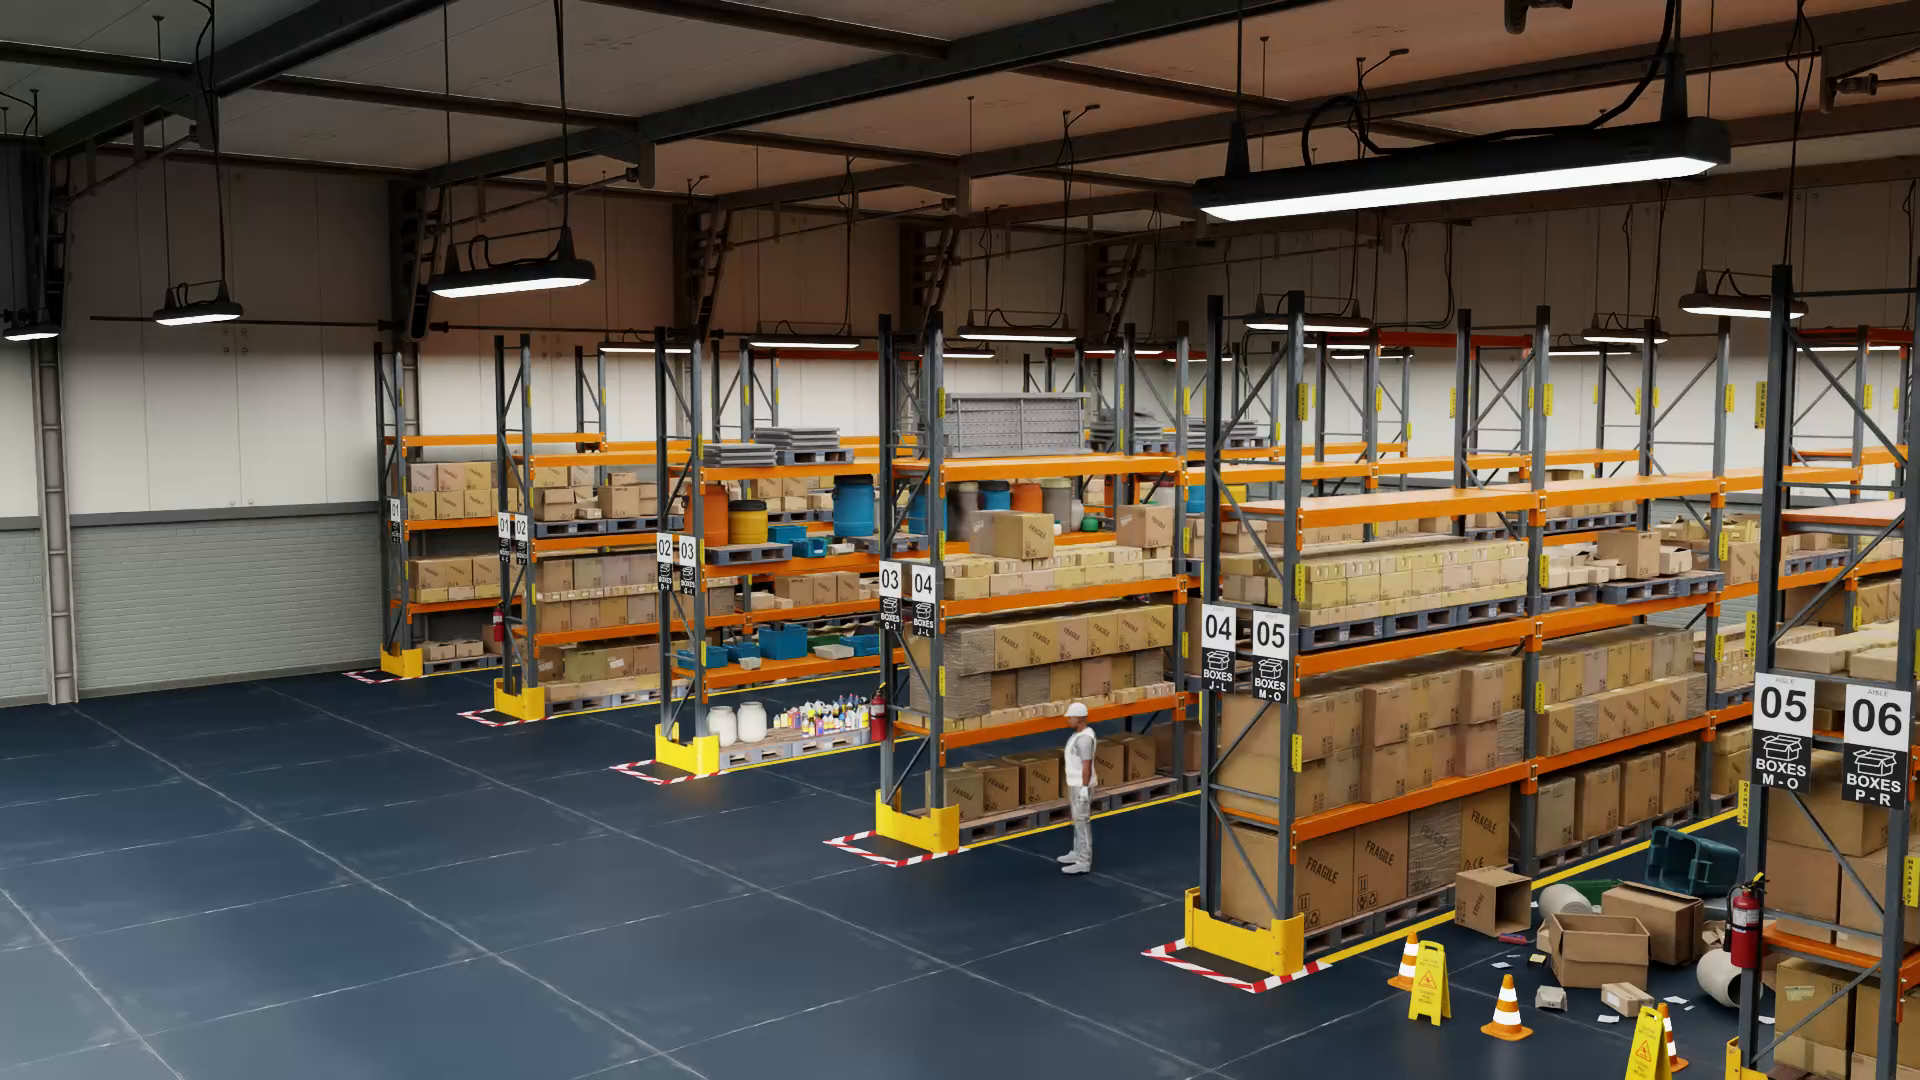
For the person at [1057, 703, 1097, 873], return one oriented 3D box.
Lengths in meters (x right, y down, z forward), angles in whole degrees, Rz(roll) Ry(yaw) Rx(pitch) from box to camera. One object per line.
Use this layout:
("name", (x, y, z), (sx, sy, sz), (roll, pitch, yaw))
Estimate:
("person", (1.265, 2.639, 17.918), (0.414, 1.783, 0.633), (0, 5, -1))
